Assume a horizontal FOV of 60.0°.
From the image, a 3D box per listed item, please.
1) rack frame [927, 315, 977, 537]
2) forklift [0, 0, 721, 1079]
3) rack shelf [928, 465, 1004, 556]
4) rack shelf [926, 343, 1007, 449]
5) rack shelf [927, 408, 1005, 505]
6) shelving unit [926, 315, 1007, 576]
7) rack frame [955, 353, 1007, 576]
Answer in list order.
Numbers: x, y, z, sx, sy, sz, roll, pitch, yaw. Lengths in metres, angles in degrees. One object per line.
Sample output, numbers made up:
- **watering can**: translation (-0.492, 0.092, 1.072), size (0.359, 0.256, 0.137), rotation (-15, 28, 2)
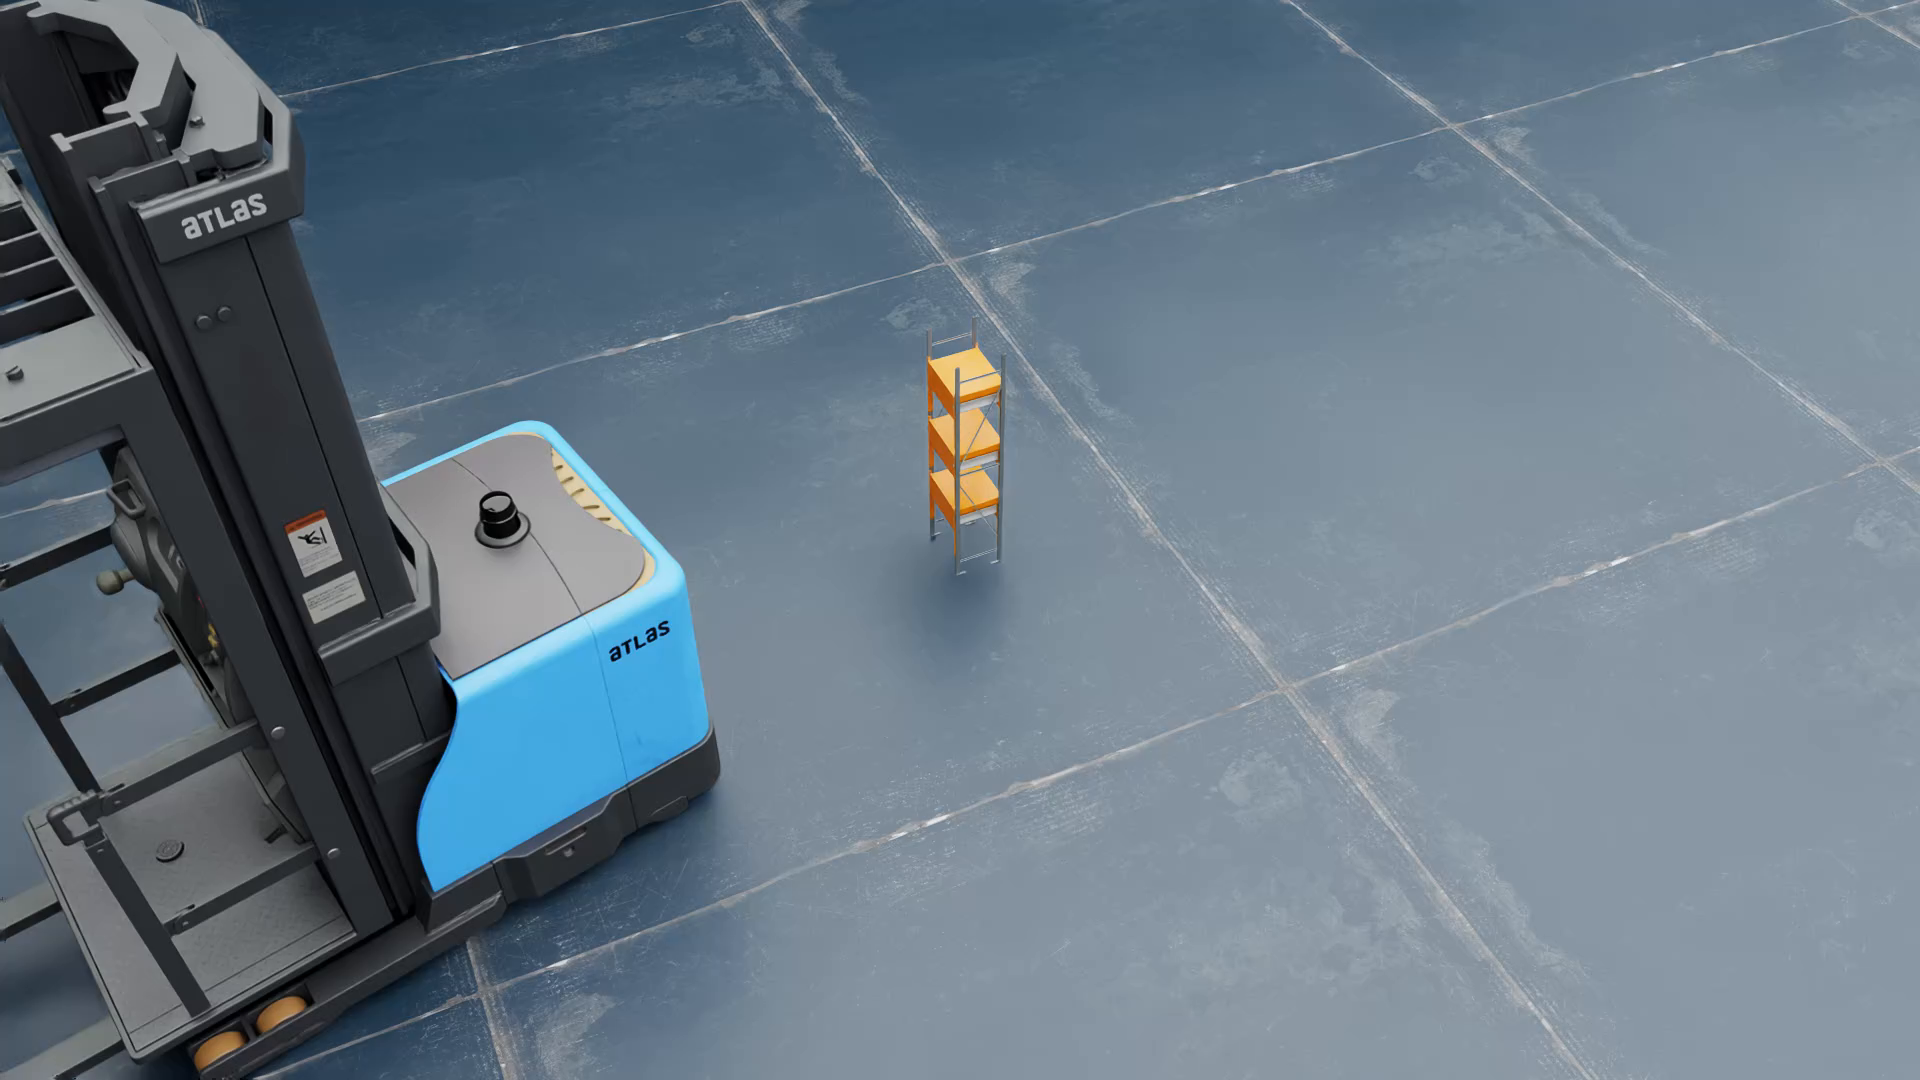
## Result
- **rack frame**: translation (-0.029, -0.417, 6.425), size (0.200, 1.050, 0.008), rotation (-18, 47, -17)
- **forklift**: translation (-2.314, 0.191, 4.469), size (3.031, 2.935, 1.130), rotation (-29, 51, -26)
- **rack shelf**: translation (0.022, -0.134, 6.549), size (0.215, 0.259, 0.240), rotation (-18, 47, -17)
- **rack shelf**: translation (0.022, -0.534, 6.155), size (0.215, 0.259, 0.240), rotation (-18, 47, -17)
- **rack shelf**: translation (0.022, -0.332, 6.354), size (0.215, 0.259, 0.240), rotation (-18, 47, -17)
- **shelving unit**: translation (0.022, -0.340, 6.347), size (0.215, 1.050, 0.252), rotation (-18, 47, -17)
- **rack frame**: translation (0.074, -0.262, 6.268), size (0.200, 1.050, 0.008), rotation (-18, 47, -17)
